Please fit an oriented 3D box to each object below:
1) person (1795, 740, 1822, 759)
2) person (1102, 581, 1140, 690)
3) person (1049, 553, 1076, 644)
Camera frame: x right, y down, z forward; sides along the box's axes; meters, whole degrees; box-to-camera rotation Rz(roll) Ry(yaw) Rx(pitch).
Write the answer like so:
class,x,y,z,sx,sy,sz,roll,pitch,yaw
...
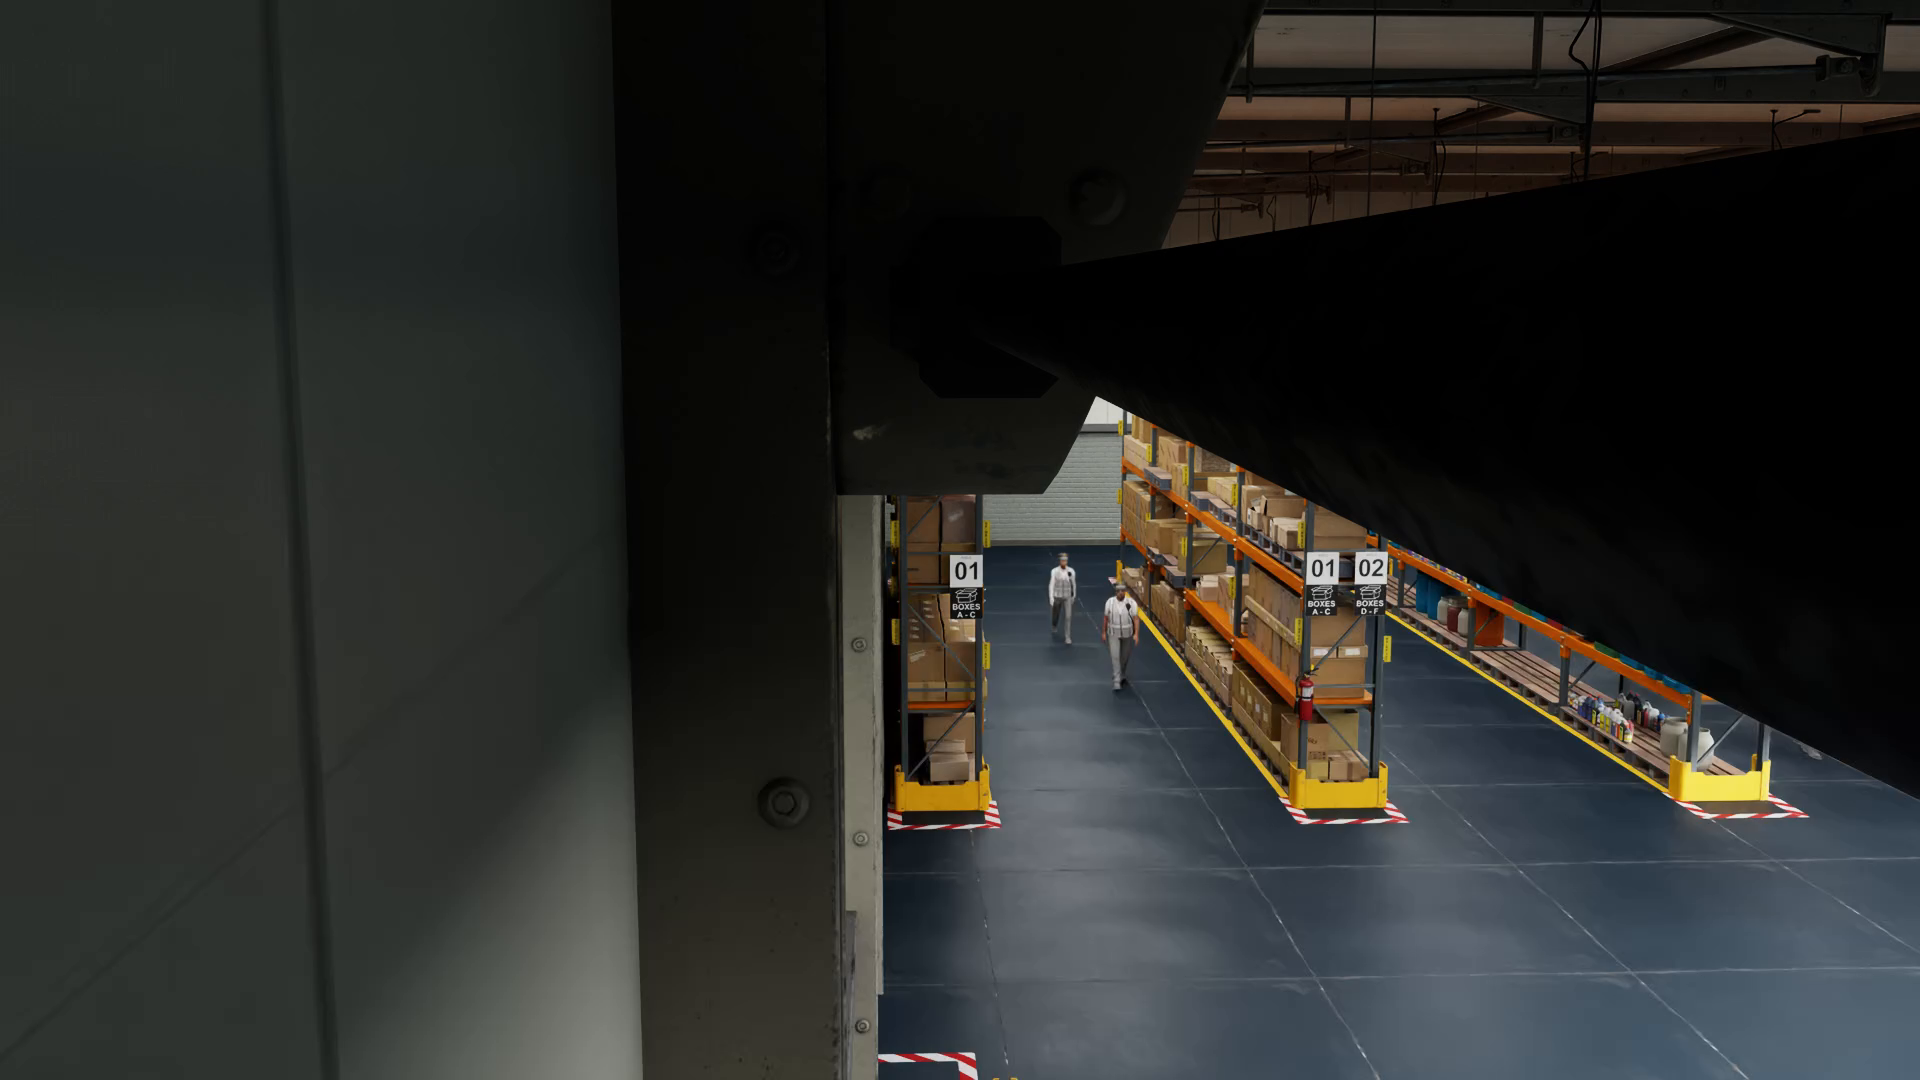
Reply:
class,x,y,z,sx,sy,sz,roll,pitch,yaw
person,11.847,2.109,23.032,0.585,1.755,0.667,-2,9,-15
person,2.610,1.507,26.903,0.579,1.708,1.084,0,8,-2
person,1.881,1.025,30.446,0.511,1.622,1.049,0,8,-3
